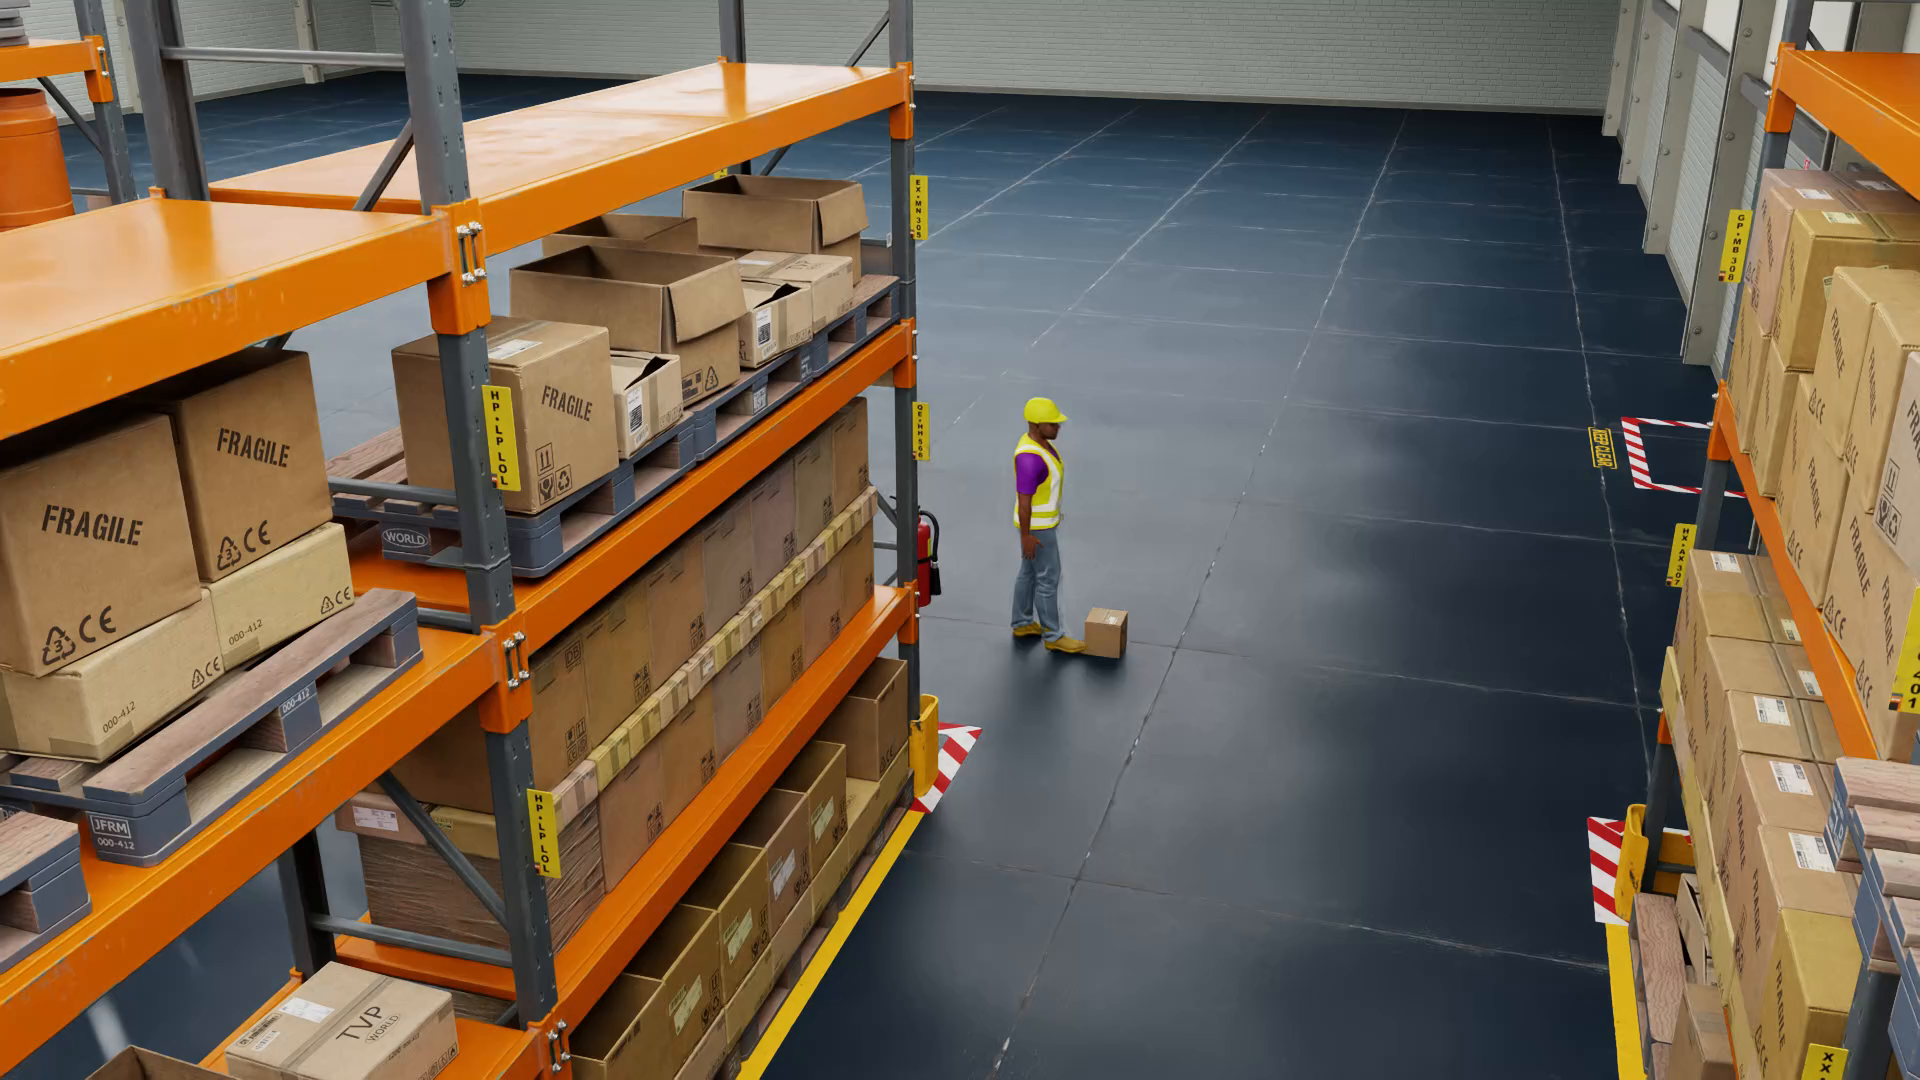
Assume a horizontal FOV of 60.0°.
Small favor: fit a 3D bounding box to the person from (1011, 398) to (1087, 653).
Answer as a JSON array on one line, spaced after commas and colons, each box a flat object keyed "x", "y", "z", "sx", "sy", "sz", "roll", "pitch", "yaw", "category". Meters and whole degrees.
[{"x": 0.626, "y": -0.128, "z": 11.350, "sx": 0.550, "sy": 1.769, "sz": 0.634, "roll": 2, "pitch": 22, "yaw": 5, "category": "person"}]
